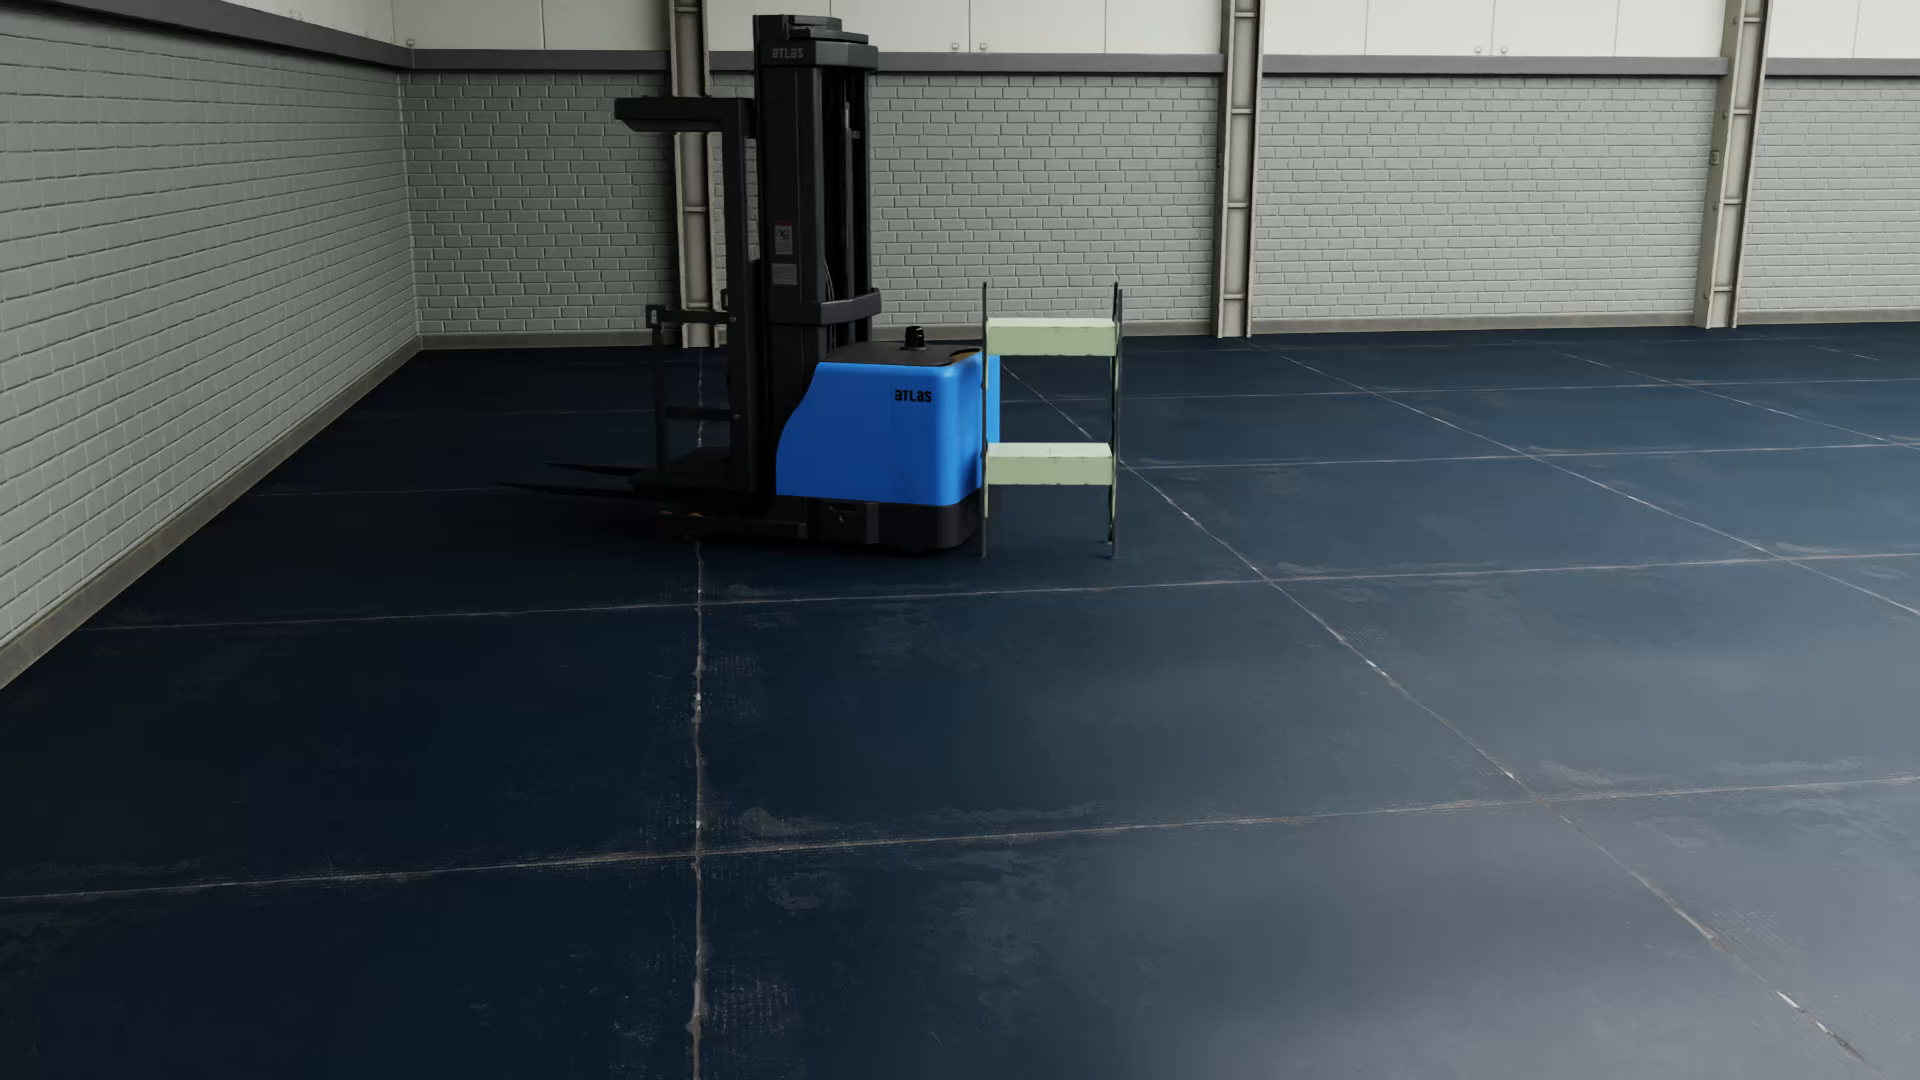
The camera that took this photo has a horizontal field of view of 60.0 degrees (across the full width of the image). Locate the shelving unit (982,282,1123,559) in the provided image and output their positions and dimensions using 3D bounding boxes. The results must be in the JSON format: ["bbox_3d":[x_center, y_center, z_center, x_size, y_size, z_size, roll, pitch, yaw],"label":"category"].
[{"bbox_3d":[0.502,-0.669,9.308,0.755,1.500,0.431,0,14,1],"label":"shelving unit"}]

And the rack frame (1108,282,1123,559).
[{"bbox_3d":[0.868,-0.668,9.301,0.023,1.500,0.400,0,14,1],"label":"rack frame"}]

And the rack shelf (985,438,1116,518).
[{"bbox_3d":[0.502,-0.353,9.388,0.720,0.370,0.431,0,14,1],"label":"rack shelf"}]

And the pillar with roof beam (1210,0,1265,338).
[{"bbox_3d":[3.739,-5.670,13.831,0.400,9.000,9.100,-2,14,-8],"label":"pillar with roof beam"}]

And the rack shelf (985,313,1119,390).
[{"bbox_3d":[0.502,-1.048,9.213,0.720,0.370,0.431,0,14,1],"label":"rack shelf"}]

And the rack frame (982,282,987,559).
[{"bbox_3d":[0.136,-0.671,9.315,0.023,1.500,0.400,0,14,1],"label":"rack frame"}]

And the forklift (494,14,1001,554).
[{"bbox_3d":[-1.325,-1.529,9.795,3.031,2.935,1.130,4,15,17],"label":"forklift"}]

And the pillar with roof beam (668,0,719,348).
[{"bbox_3d":[-2.194,-5.453,12.964,0.400,9.000,9.100,-2,14,-8],"label":"pillar with roof beam"}]

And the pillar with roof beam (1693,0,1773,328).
[{"bbox_3d":[9.672,-5.887,14.698,0.400,9.000,9.100,-2,14,-8],"label":"pillar with roof beam"}]
